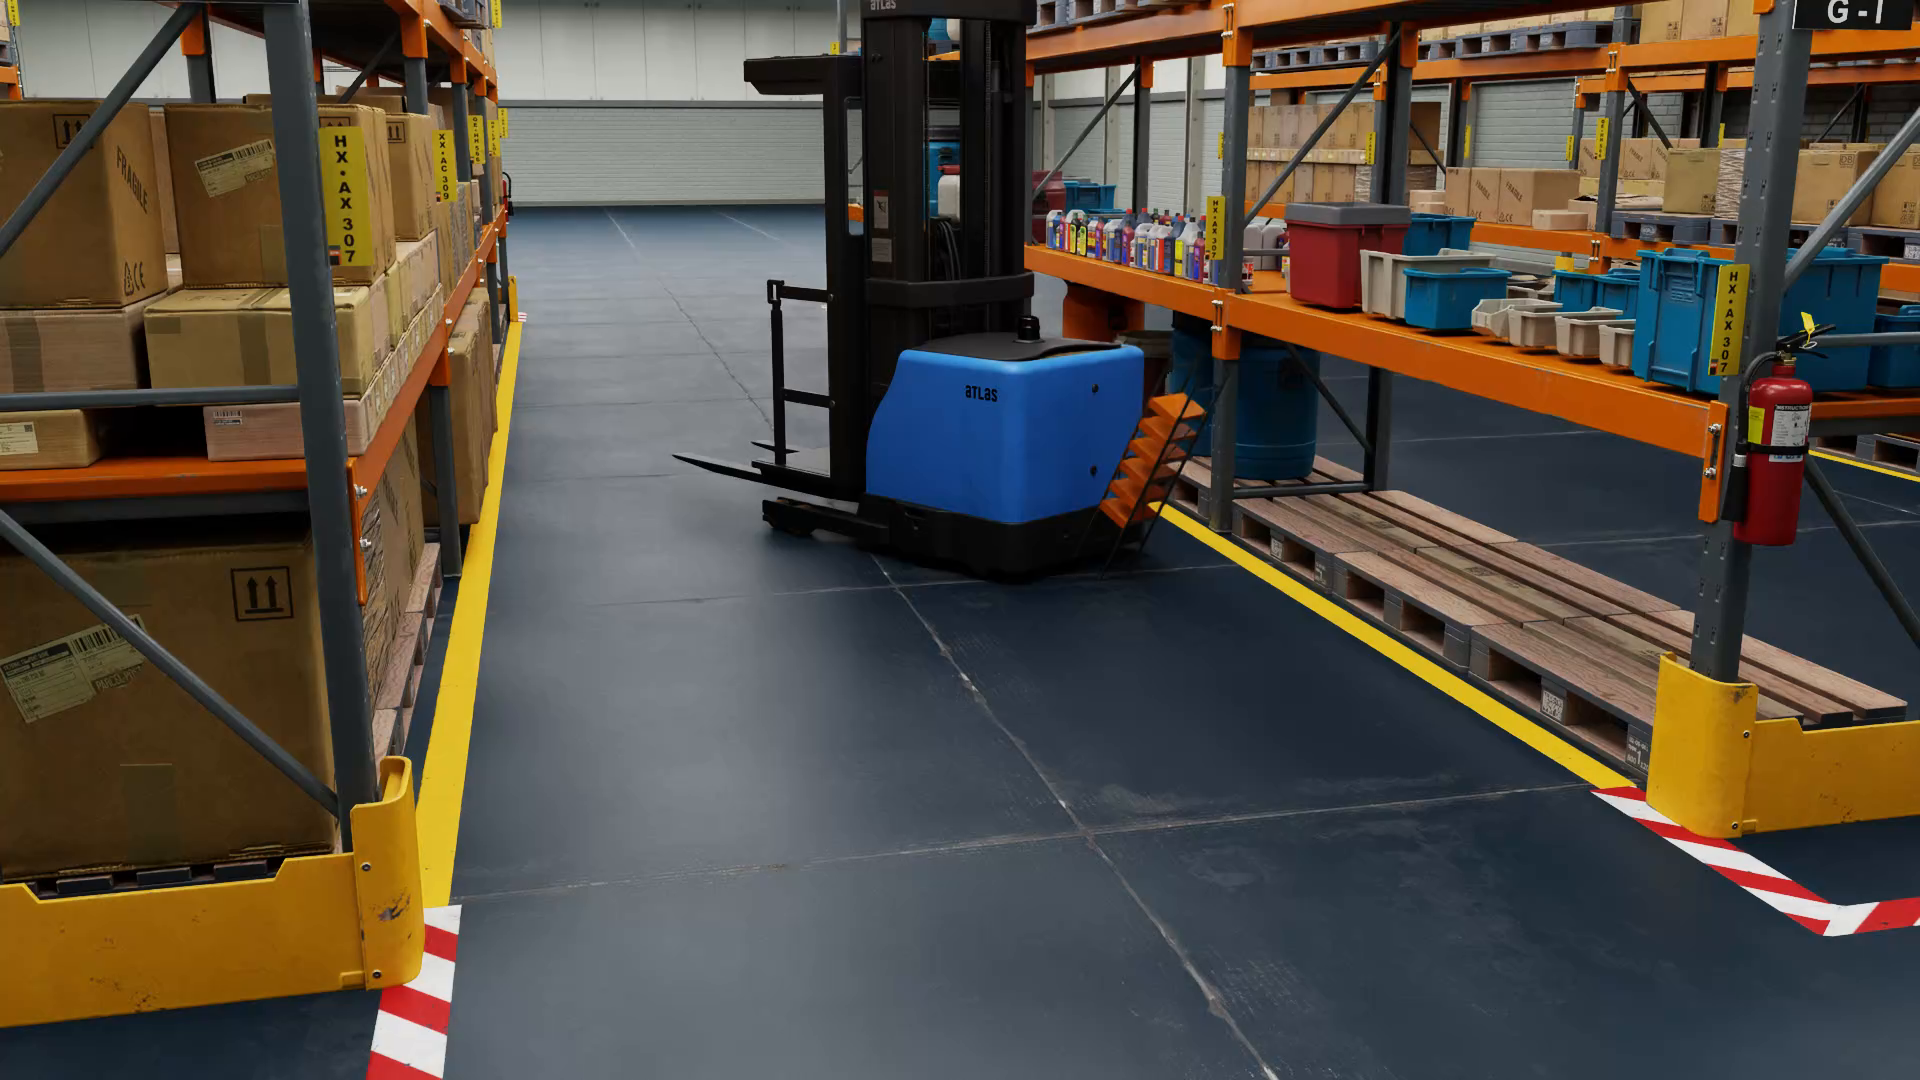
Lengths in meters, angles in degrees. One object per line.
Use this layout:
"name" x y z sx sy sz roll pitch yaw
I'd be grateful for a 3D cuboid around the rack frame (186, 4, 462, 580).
"rack frame" -2.944 -1.253 7.735 1.000 3.000 0.127 -3 14 -13

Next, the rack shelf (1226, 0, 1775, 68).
"rack shelf" 2.340 -2.175 6.706 1.077 0.370 4.000 -3 14 -13

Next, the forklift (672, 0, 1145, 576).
"forklift" -0.447 -1.529 9.011 3.031 2.935 1.130 13 19 43

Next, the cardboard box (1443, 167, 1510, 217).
"cardboard box" 5.096 -3.399 16.307 0.500 0.500 0.500 -2 14 -9

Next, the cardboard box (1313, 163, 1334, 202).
"cardboard box" 4.453 -4.038 18.922 0.700 0.500 0.500 -3 14 -12

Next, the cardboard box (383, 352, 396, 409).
"cardboard box" -1.952 -0.487 5.128 0.380 0.149 0.250 -4 14 -14

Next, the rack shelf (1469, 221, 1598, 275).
"rack shelf" 5.277 -2.839 15.742 1.077 0.370 4.000 -3 14 -13

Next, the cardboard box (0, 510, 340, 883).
"cardboard box" -2.233 0.355 4.746 0.875 0.875 0.875 -3 14 -13

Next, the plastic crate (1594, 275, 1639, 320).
"plastic crate" 2.763 -0.933 6.652 0.416 0.233 0.300 -3 14 -13

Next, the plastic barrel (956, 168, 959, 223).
"plastic barrel" 0.175 -3.038 14.756 0.433 0.535 0.433 0 14 0

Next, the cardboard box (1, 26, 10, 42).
"cardboard box" -10.200 -5.298 17.405 0.380 0.149 0.250 -3 14 -13

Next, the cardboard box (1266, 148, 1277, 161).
"cardboard box" 3.930 -4.657 20.091 0.380 0.149 0.250 -4 14 -14

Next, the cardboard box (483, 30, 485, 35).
"cardboard box" -4.849 -5.010 16.271 0.380 0.149 0.250 -4 14 -14

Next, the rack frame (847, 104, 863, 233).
"rack frame" -0.948 -4.297 20.196 1.000 3.000 0.127 -3 14 -13

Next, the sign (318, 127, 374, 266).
"sign" -1.464 -0.819 3.966 0.100 0.325 0.005 -3 14 -13

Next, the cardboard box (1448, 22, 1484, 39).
"cardboard box" 5.074 -4.969 16.055 0.500 0.250 0.500 -5 15 -19

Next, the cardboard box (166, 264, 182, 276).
"cardboard box" -2.615 -0.733 5.297 0.500 0.250 0.500 -4 14 -15

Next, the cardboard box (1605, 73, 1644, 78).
"cardboard box" 8.609 -6.148 21.198 0.500 0.500 0.500 -2 14 -9

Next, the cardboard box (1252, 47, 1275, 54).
"cardboard box" 3.999 -6.219 20.344 0.797 0.503 0.637 -2 14 -9

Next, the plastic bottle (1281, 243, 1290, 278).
"plastic bottle" 1.929 -1.634 9.712 0.097 0.201 0.097 0 14 0

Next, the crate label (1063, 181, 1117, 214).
"crate label" 0.961 -2.713 13.637 0.502 0.435 0.616 -3 14 -13

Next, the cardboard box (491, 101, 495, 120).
"cardboard box" -5.155 -4.356 17.493 0.500 0.500 0.500 -3 14 -13

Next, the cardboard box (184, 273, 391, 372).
"cardboard box" -1.983 -0.647 4.944 0.500 0.250 0.500 -3 14 -14

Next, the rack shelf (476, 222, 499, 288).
"rack shelf" -4.353 -2.288 13.486 1.077 0.370 4.000 -3 14 -13

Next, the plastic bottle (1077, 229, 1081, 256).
"plastic bottle" 0.859 -2.072 11.504 0.097 0.201 0.097 0 14 0

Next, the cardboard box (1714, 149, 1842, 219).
"cardboard box" 6.033 -2.619 12.230 0.700 0.500 0.500 -1 14 -3

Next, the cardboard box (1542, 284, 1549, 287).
"cardboard box" 5.660 -2.243 15.516 0.500 0.311 0.500 -4 14 -15

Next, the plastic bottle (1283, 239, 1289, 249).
"plastic bottle" 2.000 -1.718 10.057 0.097 0.201 0.097 0 14 0

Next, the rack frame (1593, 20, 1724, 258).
"rack frame" 5.747 -2.727 13.768 1.000 3.000 0.127 -3 14 -13

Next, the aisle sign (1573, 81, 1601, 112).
"aisle sign" 8.374 -6.112 22.147 0.394 0.787 0.004 -3 14 -13

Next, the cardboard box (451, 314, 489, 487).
"cardboard box" -3.324 -0.777 9.380 1.225 0.875 0.875 -4 14 -15

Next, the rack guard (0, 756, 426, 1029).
"rack guard" -1.999 0.890 4.232 1.175 0.500 0.348 -3 14 -13

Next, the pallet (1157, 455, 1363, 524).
"pallet" 1.730 -0.355 9.934 1.003 0.211 1.213 -3 14 -13

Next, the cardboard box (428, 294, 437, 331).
"cardboard box" -2.433 -0.960 7.066 0.380 0.149 0.250 -4 14 -14

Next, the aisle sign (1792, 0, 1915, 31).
"aisle sign" 2.542 -1.836 4.644 0.394 0.787 0.004 -3 14 -13

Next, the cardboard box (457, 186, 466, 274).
"cardboard box" -3.290 -1.889 10.129 0.500 0.500 0.500 -4 14 -15

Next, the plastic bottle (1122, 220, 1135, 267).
"plastic bottle" 1.075 -1.881 10.552 0.061 0.283 0.133 -3 14 -13

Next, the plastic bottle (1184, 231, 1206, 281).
"plastic bottle" 1.378 -1.626 9.523 0.152 0.276 0.135 -3 14 -13

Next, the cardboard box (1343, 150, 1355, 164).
"cardboard box" 4.415 -4.182 18.145 0.380 0.149 0.250 -4 14 -15

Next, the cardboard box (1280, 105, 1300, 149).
"cardboard box" 4.226 -4.893 19.692 0.700 0.500 0.500 -3 14 -13

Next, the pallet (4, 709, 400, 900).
"pallet" -2.268 0.845 5.026 1.003 0.211 1.213 -3 14 -13

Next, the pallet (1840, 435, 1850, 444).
"pallet" 6.168 -0.917 12.236 1.003 0.211 1.213 -3 14 -13

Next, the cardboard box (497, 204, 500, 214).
"cardboard box" -5.040 -3.505 17.481 0.380 0.149 0.250 -3 14 -13

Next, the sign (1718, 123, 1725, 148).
"sign" 6.272 -3.283 13.773 0.100 0.325 0.005 -3 14 -13

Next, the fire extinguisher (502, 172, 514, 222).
"fire extinguisher" -5.341 -4.036 19.288 0.296 0.674 0.183 -3 14 -13

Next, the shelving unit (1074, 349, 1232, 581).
"shelving unit" 0.904 -0.345 7.913 0.258 1.200 0.189 -13 47 -43

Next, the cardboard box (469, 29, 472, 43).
"cardboard box" -3.997 -3.919 12.643 0.500 0.250 0.500 -3 14 -12

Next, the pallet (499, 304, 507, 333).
"pallet" -5.588 -2.460 18.550 1.003 0.211 1.213 -3 14 -13

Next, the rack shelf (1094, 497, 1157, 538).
"rack shelf" 0.810 -0.124 8.065 0.258 0.103 0.180 -13 47 -43

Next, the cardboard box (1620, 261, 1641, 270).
"cardboard box" 8.891 -3.461 21.511 0.500 0.311 0.500 -2 14 -9

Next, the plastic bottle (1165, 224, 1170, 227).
"plastic bottle" 1.290 -1.836 10.392 0.097 0.271 0.097 0 14 0
